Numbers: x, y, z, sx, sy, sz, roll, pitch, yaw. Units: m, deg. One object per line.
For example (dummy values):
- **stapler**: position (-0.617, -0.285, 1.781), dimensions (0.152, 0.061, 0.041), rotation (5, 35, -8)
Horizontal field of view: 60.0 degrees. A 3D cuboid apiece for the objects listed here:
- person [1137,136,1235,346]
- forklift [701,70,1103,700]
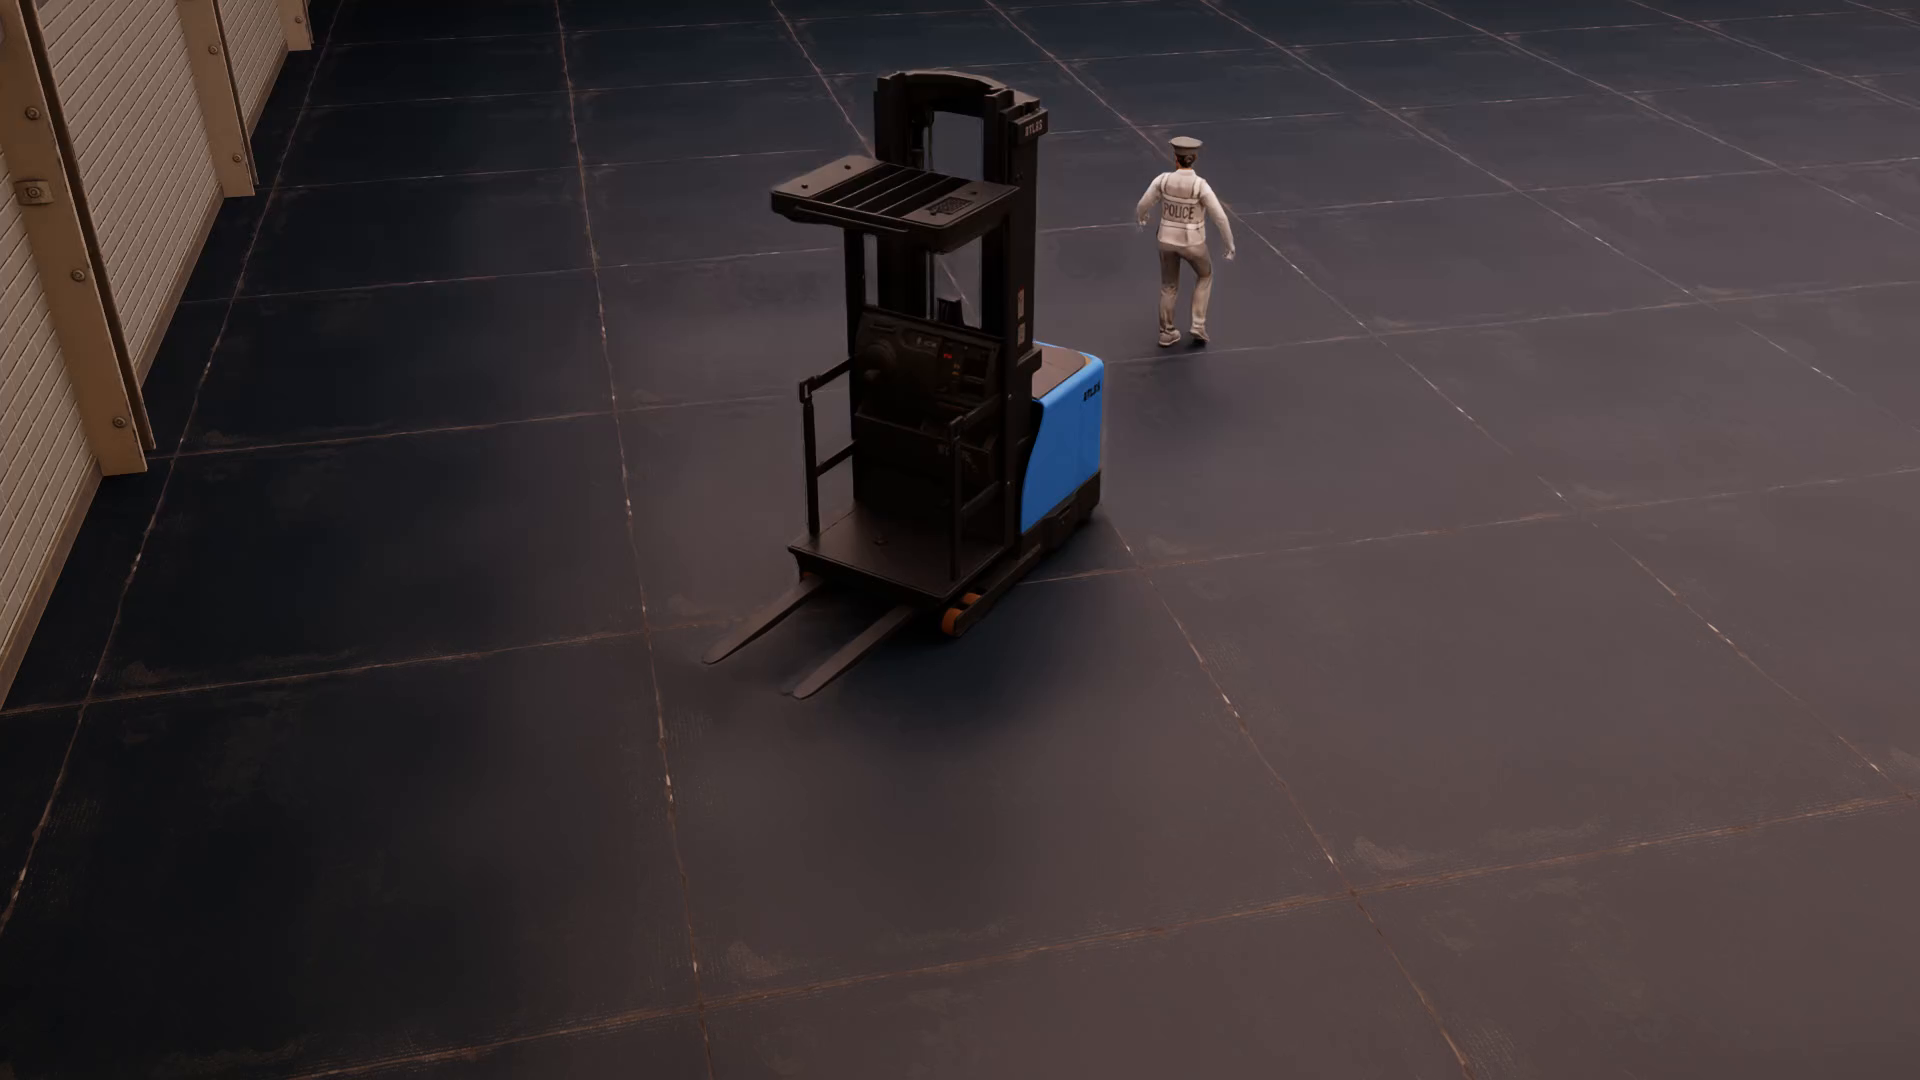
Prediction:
- **person**: position (1.711, -2.285, 12.851), dimensions (0.823, 1.683, 0.441), rotation (15, 33, 24)
- **forklift**: position (-0.304, -0.979, 9.266), dimensions (1.130, 2.935, 3.031), rotation (17, 34, 27)
